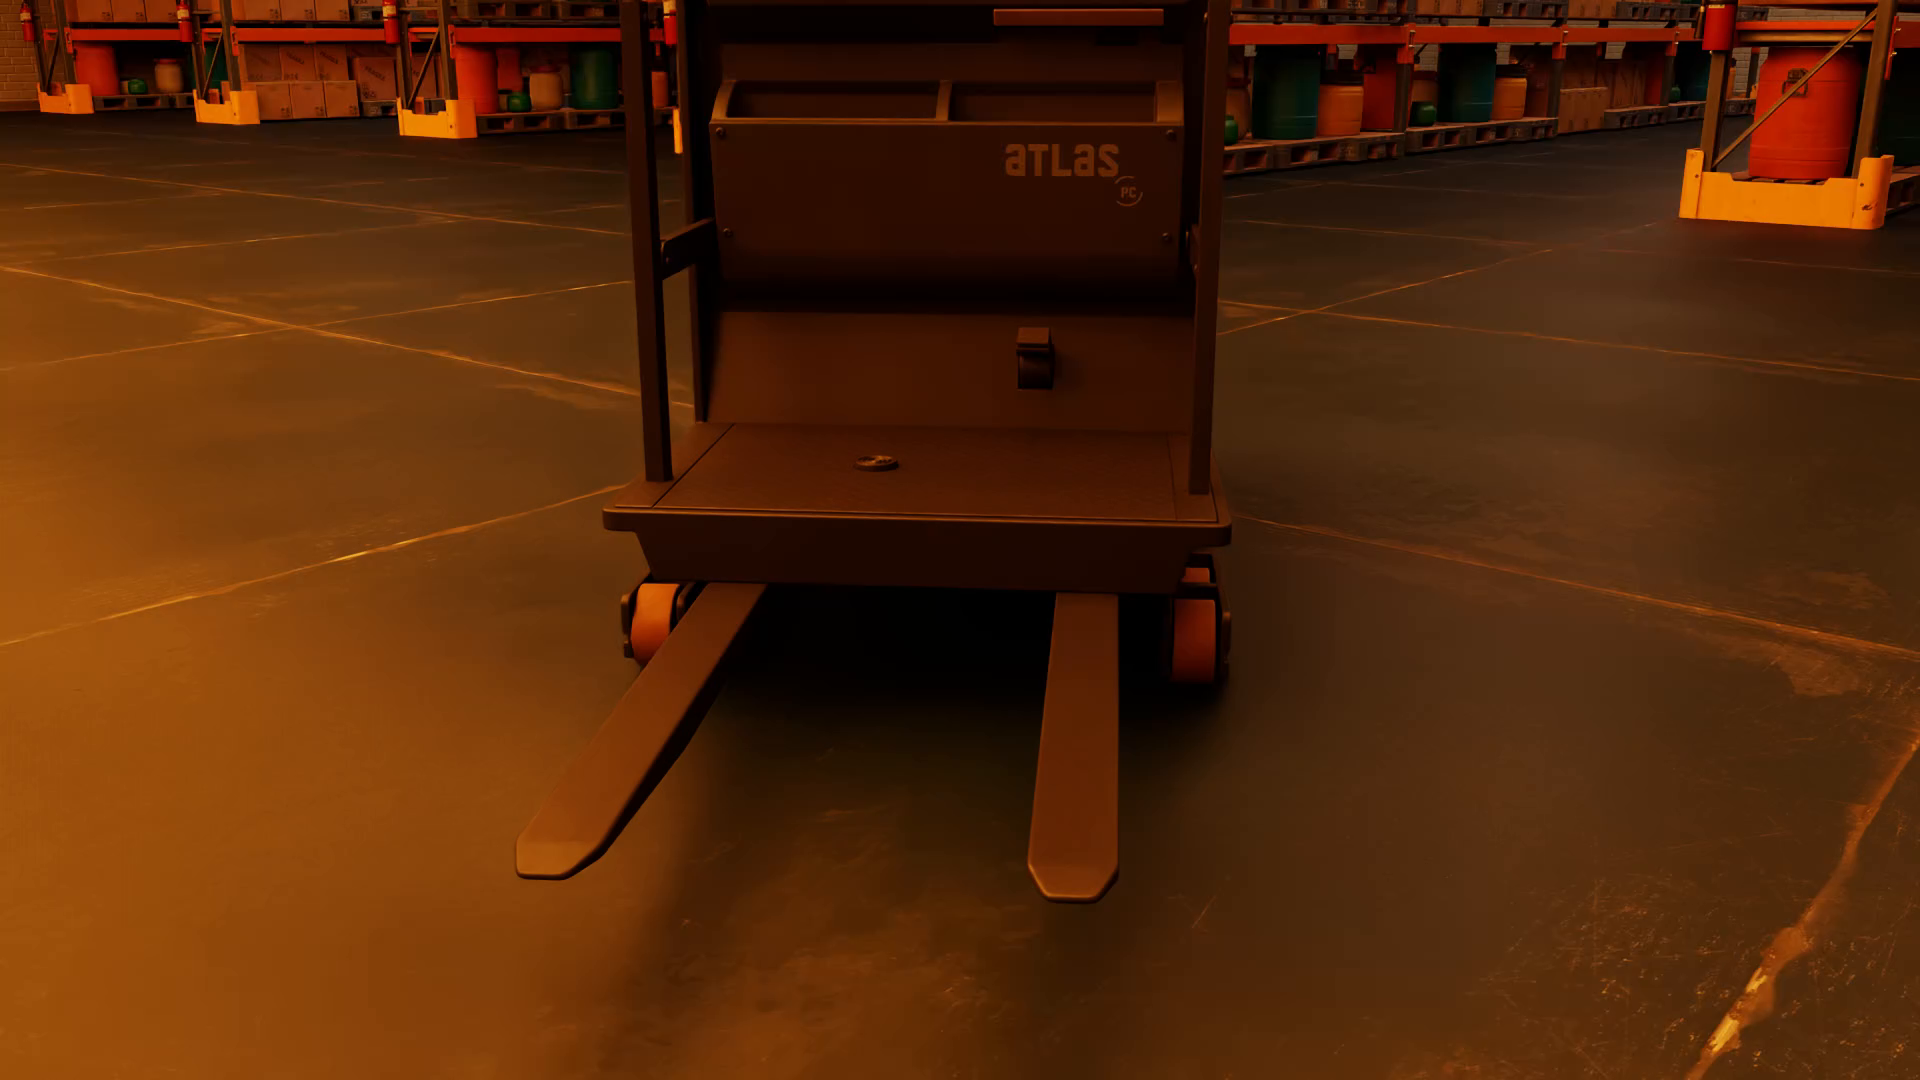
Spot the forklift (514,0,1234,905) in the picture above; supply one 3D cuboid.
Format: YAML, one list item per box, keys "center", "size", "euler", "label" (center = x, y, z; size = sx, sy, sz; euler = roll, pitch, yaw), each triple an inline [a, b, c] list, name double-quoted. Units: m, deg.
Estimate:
- center: [-0.041, -1.235, 2.964]
  size: [1.130, 2.935, 3.031]
  euler: [2, 17, 5]
  label: "forklift"
